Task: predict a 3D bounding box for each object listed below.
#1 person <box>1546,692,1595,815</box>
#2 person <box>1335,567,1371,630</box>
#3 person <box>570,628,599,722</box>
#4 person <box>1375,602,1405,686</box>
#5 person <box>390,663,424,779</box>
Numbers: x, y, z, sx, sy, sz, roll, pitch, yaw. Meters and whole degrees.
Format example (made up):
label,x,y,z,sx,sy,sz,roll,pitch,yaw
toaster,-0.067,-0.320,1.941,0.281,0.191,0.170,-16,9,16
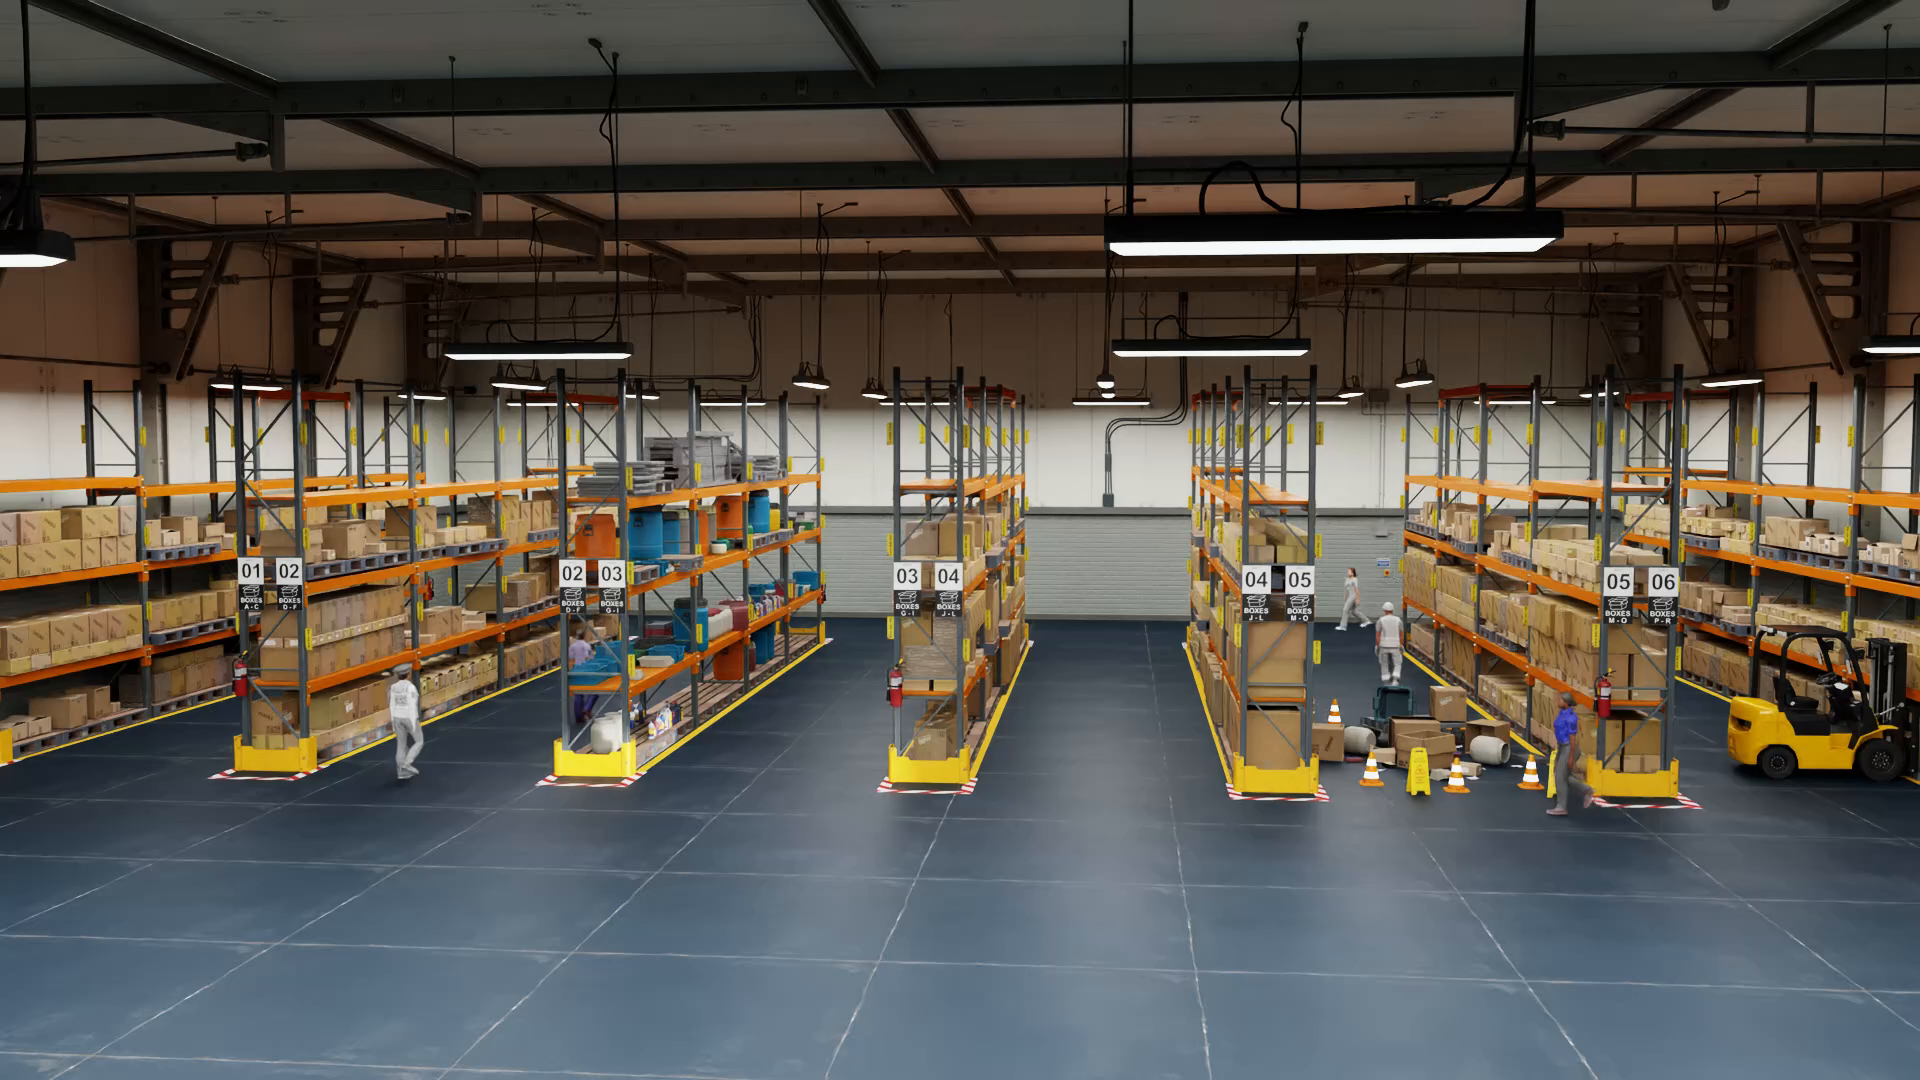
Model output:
label,x,y,z,sx,sy,sz,roll,pitch,yaw
person,8.096,2.807,21.983,0.707,1.628,0.458,0,4,-3
person,10.148,1.513,42.922,0.972,1.630,0.429,0,4,-5
person,-6.598,2.375,29.136,0.547,1.625,0.426,1,4,13
person,8.377,2.105,32.411,0.573,1.784,0.553,0,4,7
person,-8.130,2.647,24.328,0.528,1.674,0.478,1,4,14
